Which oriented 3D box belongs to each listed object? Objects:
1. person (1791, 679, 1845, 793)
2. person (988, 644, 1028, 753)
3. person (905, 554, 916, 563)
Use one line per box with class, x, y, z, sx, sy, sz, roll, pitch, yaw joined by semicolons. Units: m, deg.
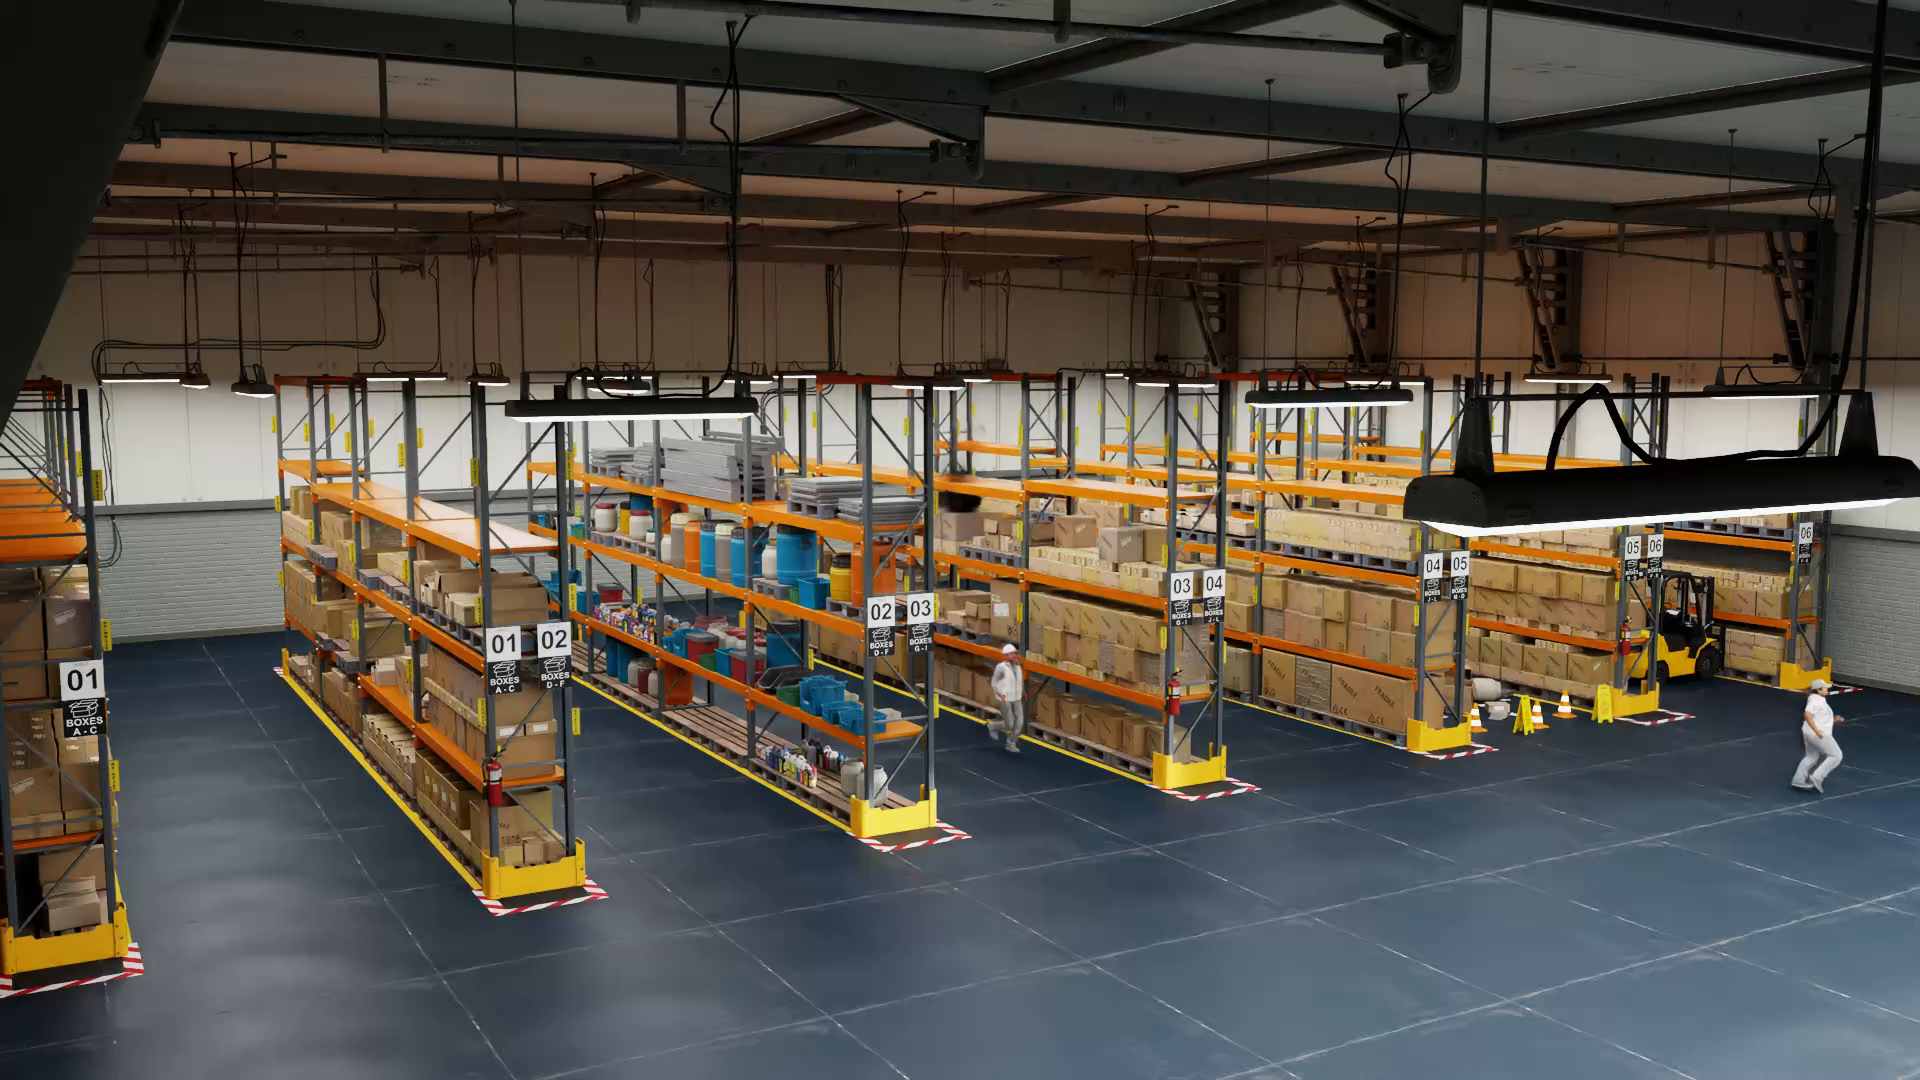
person;12.541;2.858;24.267;0.659;1.660;0.578;1;6;11
person;0.752;2.507;26.544;0.647;1.725;0.646;-5;8;-36
person;-1.336;1.003;41.577;0.523;1.559;0.713;-6;9;-44
